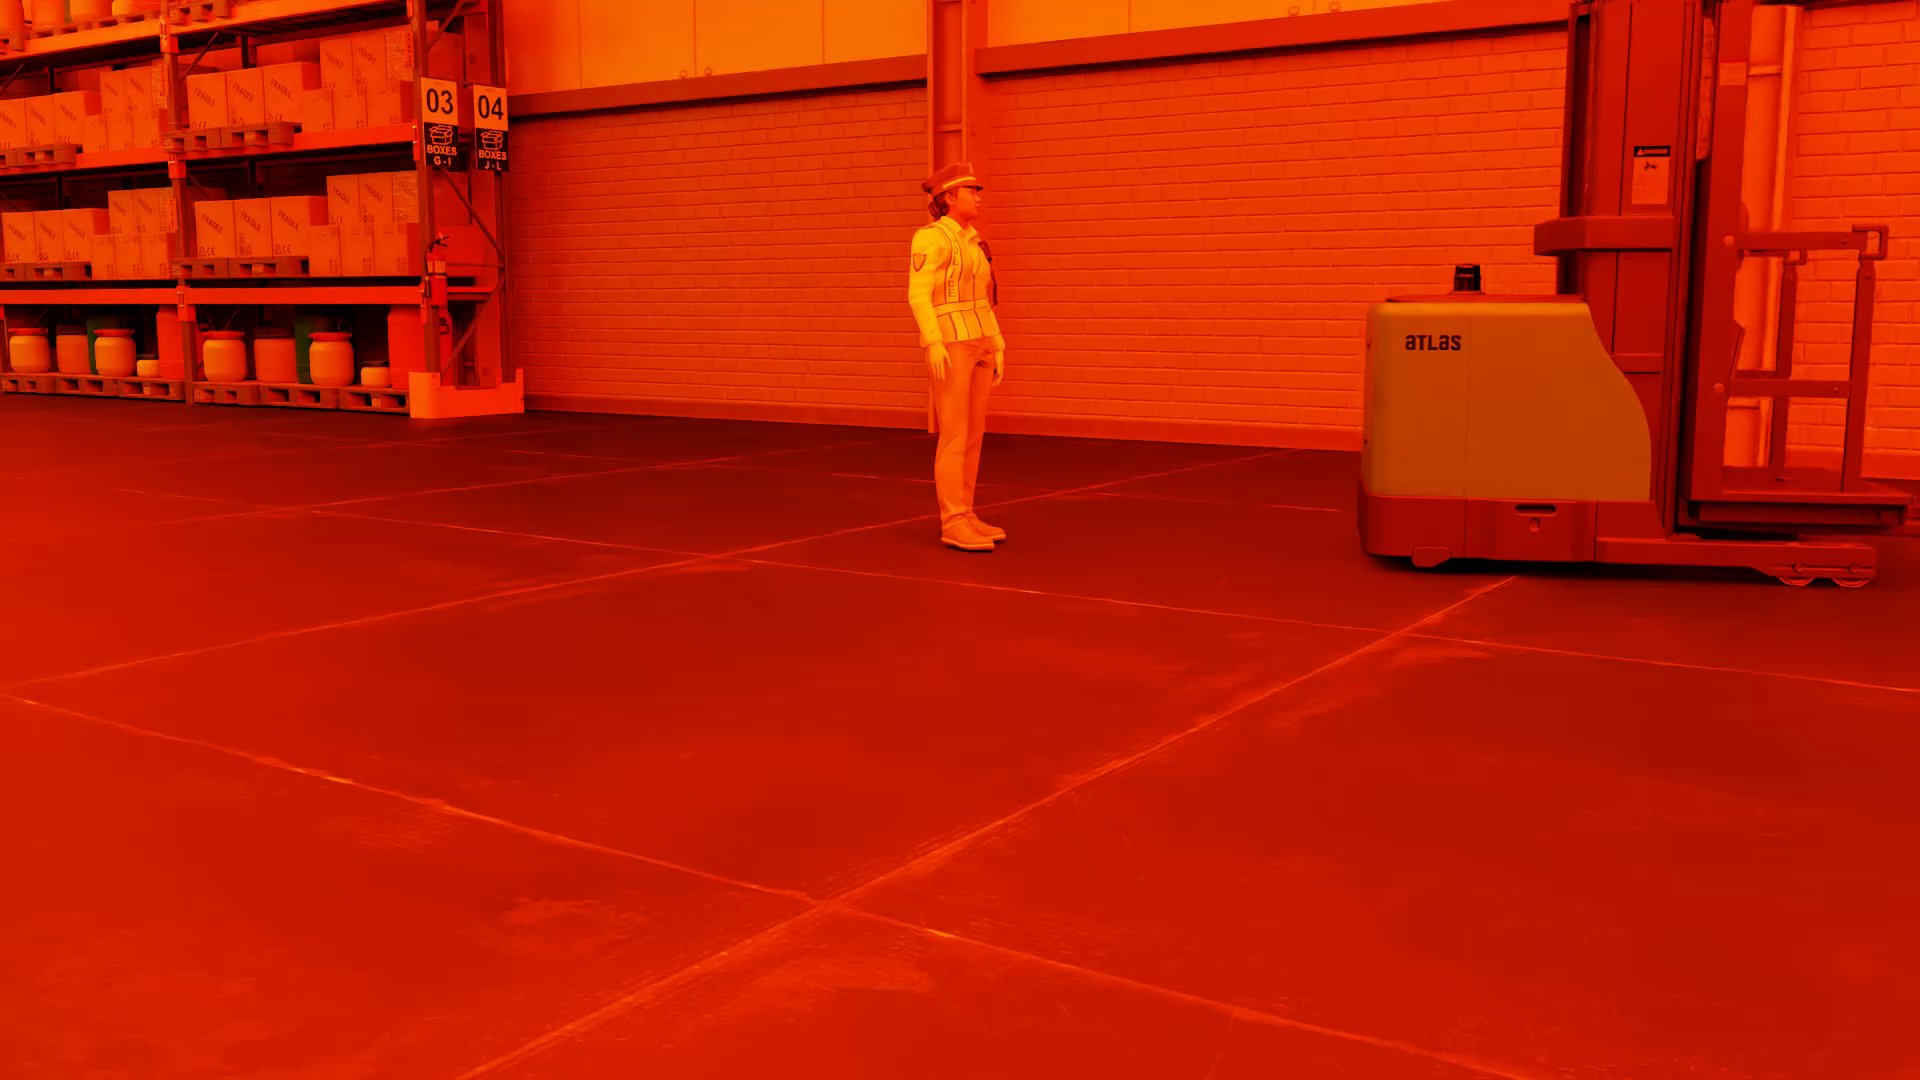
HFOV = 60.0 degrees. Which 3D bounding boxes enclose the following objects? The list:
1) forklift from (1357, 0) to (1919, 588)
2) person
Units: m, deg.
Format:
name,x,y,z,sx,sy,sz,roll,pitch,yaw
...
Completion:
name,x,y,z,sx,sy,sz,roll,pitch,yaw
forklift,3.213,-1.350,6.685,3.031,2.935,1.130,2,8,11
person,0.053,-0.840,7.439,0.530,1.694,0.586,5,10,34
